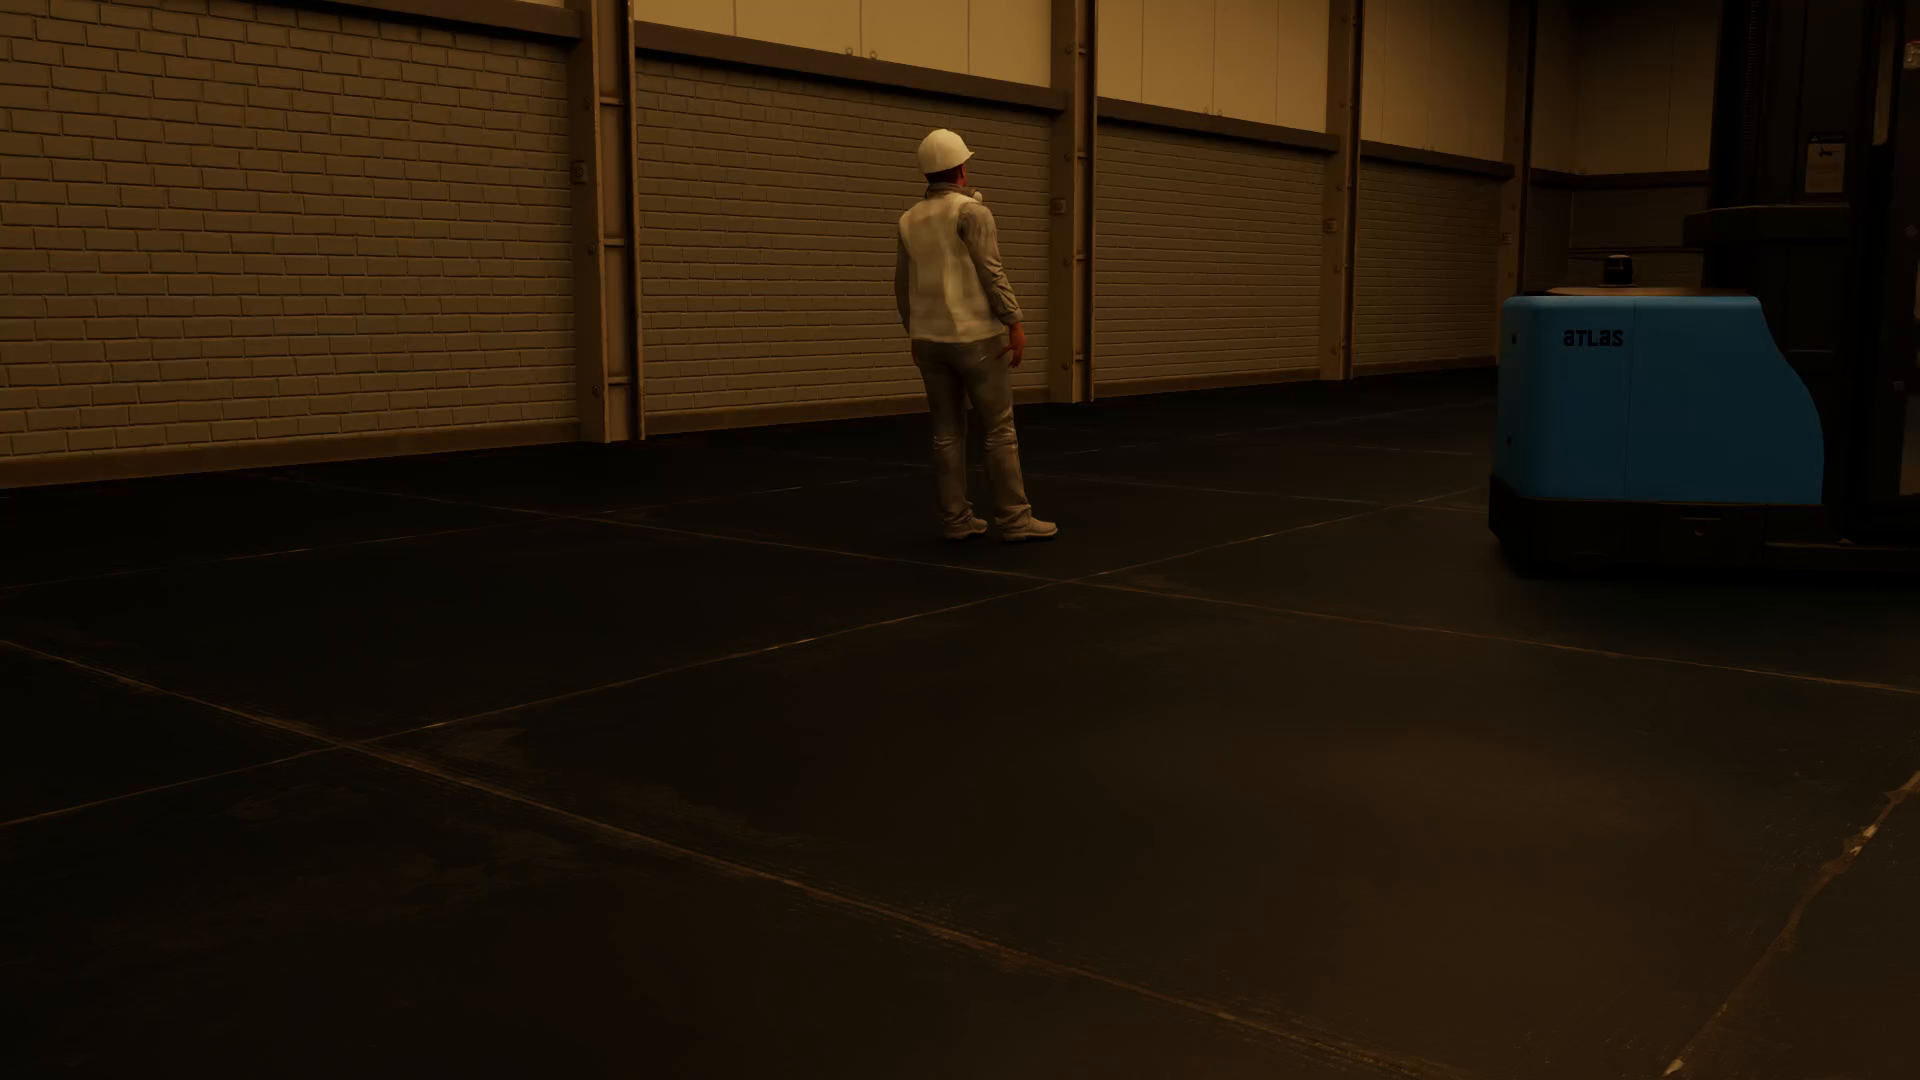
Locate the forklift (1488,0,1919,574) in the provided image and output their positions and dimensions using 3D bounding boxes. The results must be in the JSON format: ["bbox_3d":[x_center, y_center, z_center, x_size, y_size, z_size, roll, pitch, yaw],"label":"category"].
[{"bbox_3d":[3.724,-1.333,6.392,3.031,2.935,1.130,2,8,11],"label":"forklift"}]

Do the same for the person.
[{"bbox_3d":[0.045,-0.892,7.319,0.634,1.775,0.566,7,11,38],"label":"person"}]
